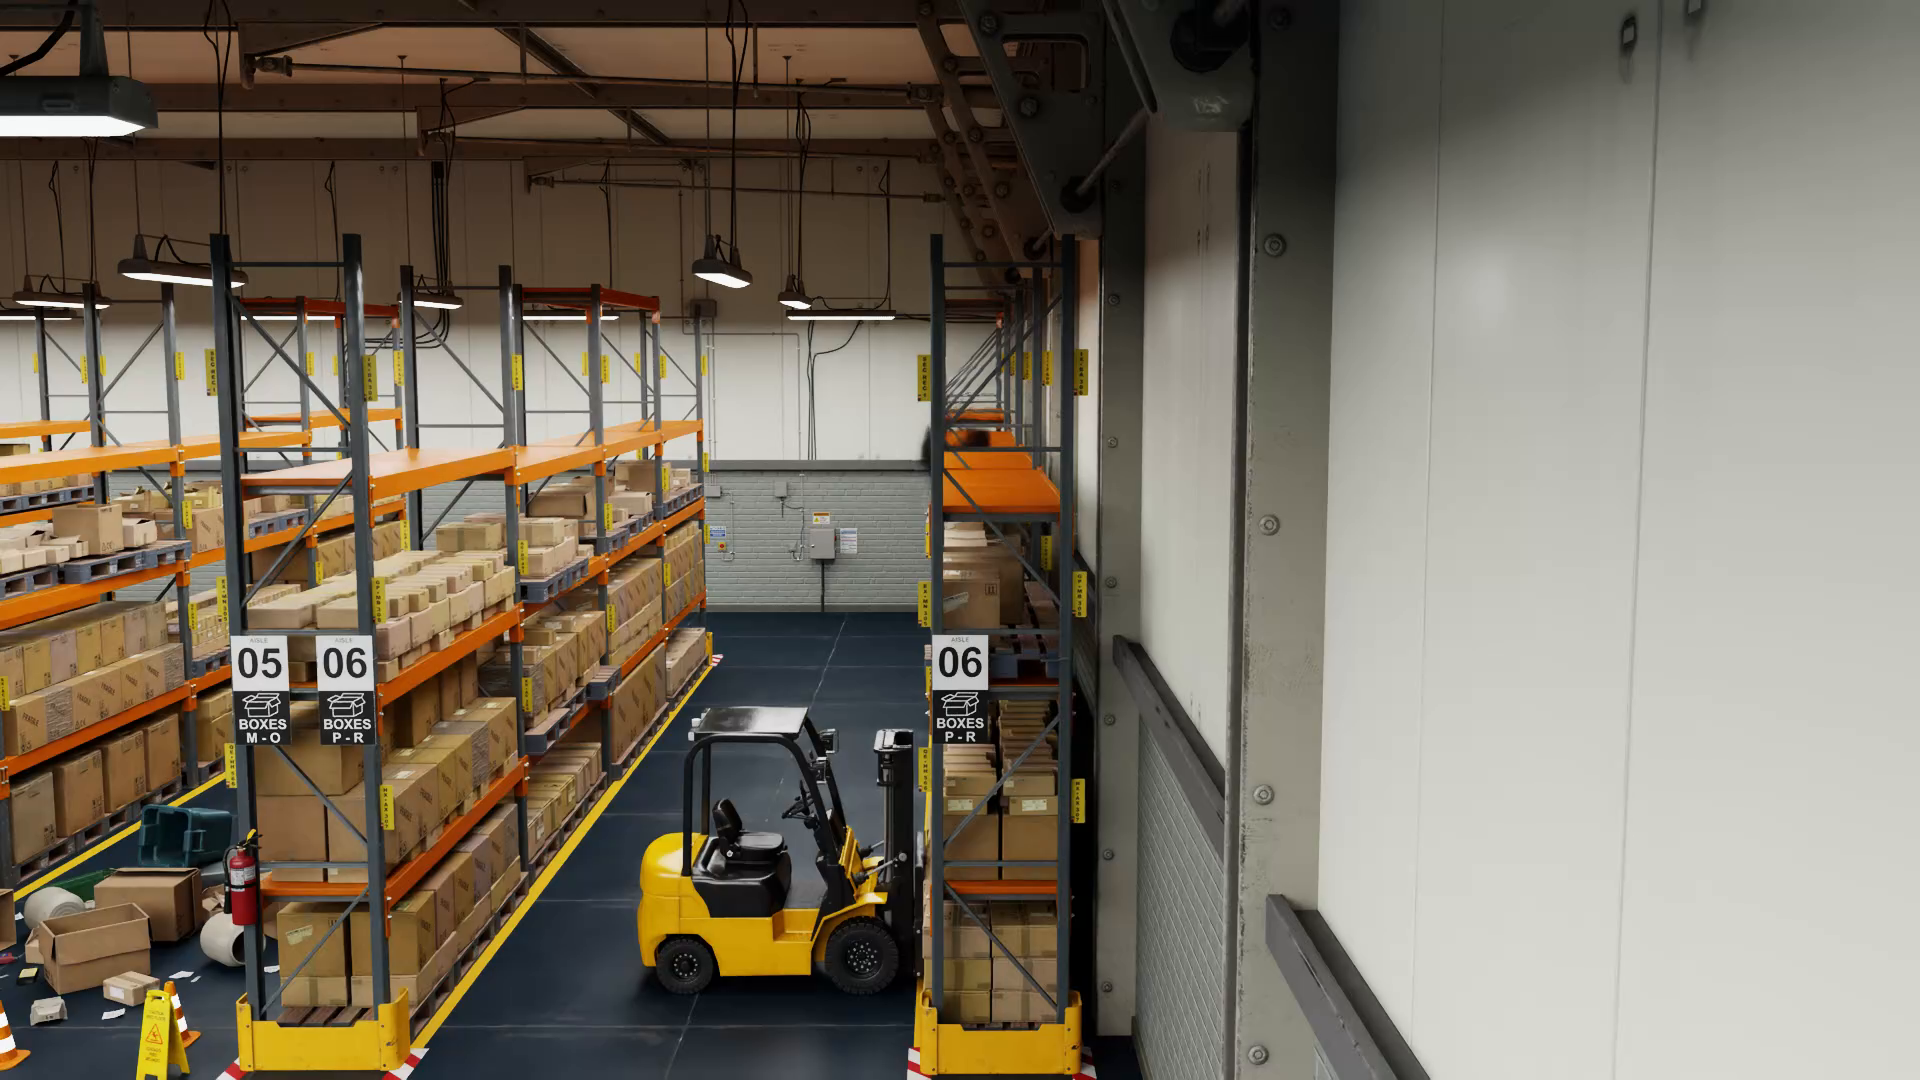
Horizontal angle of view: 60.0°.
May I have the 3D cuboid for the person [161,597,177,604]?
[{"bbox_3d":[-11.500,1.649,24.345,0.646,1.647,0.699,1,6,6],"label":"person"}]
